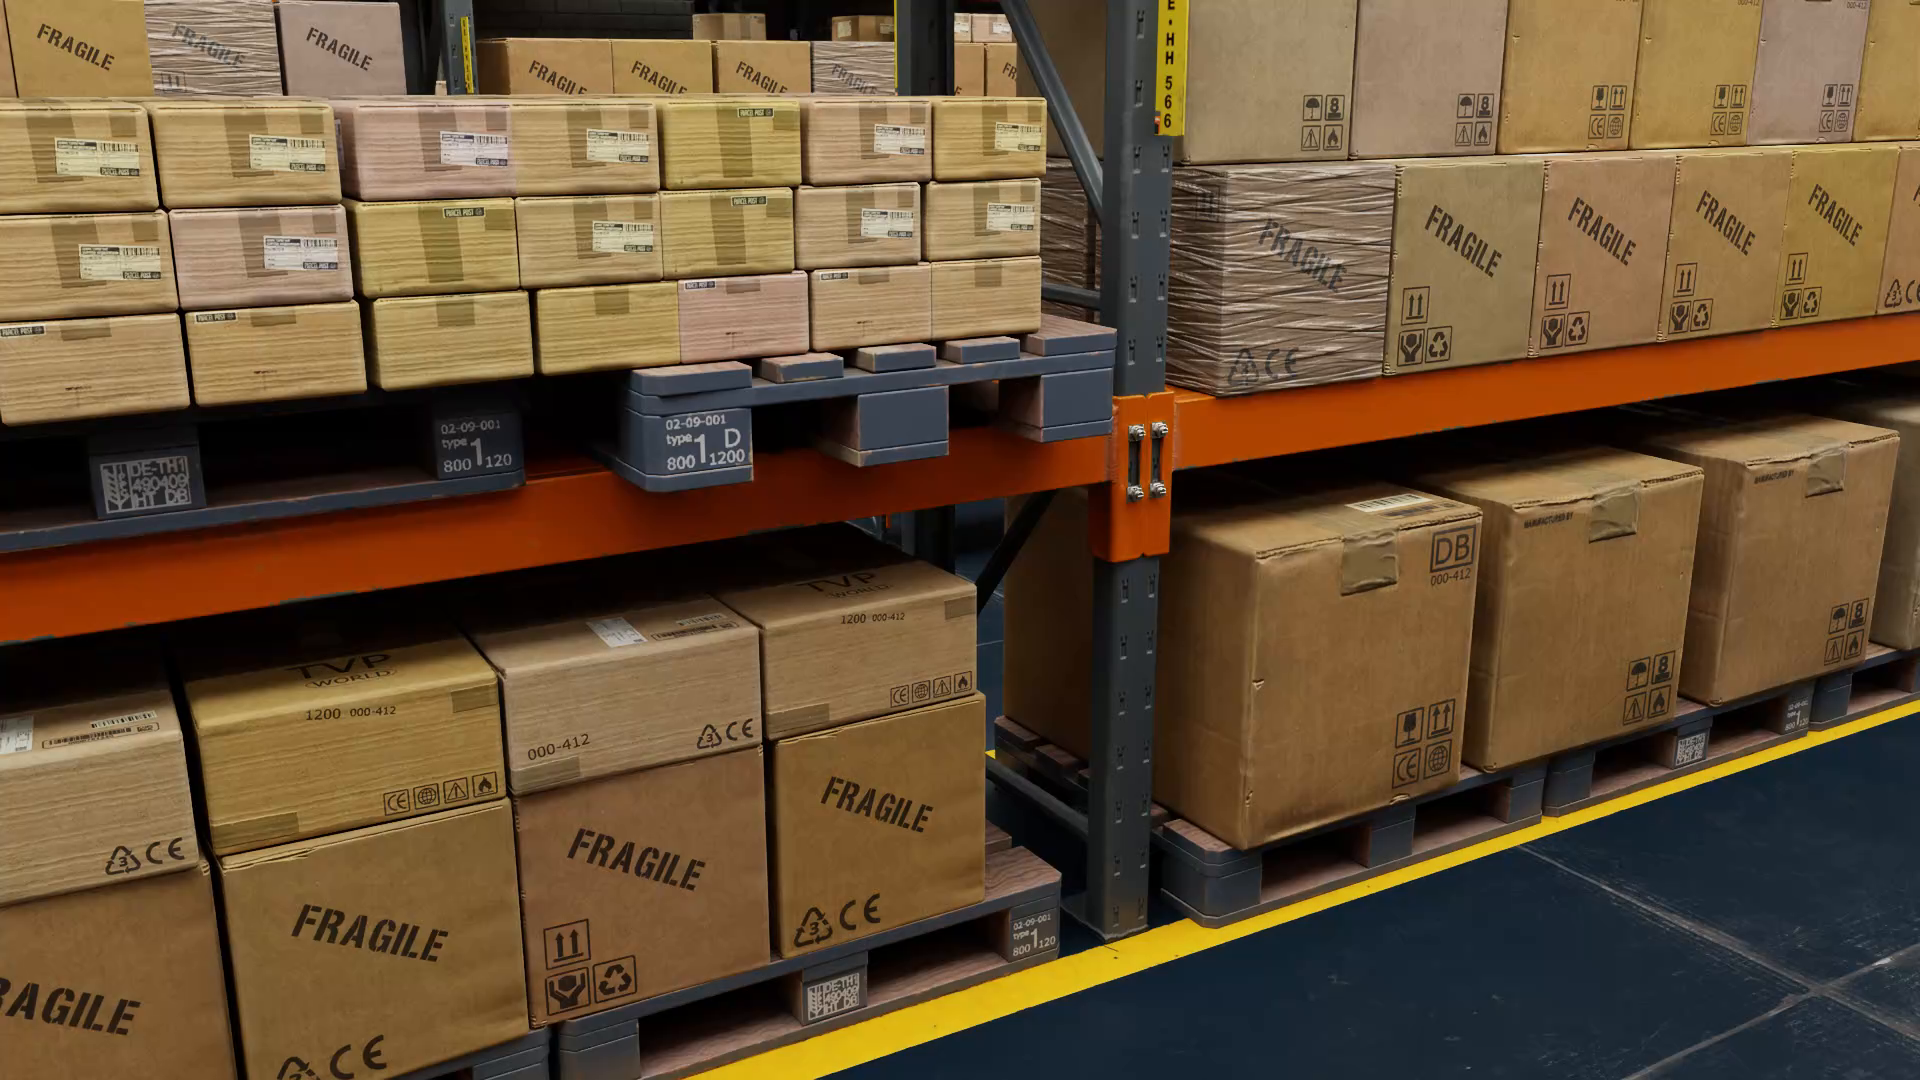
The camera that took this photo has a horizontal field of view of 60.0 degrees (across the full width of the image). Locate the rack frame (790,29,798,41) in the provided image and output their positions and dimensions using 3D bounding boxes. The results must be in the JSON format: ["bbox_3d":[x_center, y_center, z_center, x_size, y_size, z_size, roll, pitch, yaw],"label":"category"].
[{"bbox_3d":[-1.621,-3.438,14.118,0.127,3.000,1.000,-9,18,-30],"label":"rack frame"}]

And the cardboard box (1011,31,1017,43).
[{"bbox_3d":[0.353,-3.013,9.884,0.250,0.149,0.380,-9,18,-30],"label":"cardboard box"}]

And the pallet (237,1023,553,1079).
[{"bbox_3d":[-1.570,1.016,3.393,1.213,0.211,1.003,-9,18,-30],"label":"pallet"}]

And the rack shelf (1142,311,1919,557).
[{"bbox_3d":[1.860,-0.535,5.093,4.000,0.370,1.077,-9,18,-30],"label":"rack shelf"}]

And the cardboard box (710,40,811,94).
[{"bbox_3d":[-1.091,-2.286,8.495,0.500,0.500,0.500,-9,18,-29],"label":"cardboard box"}]

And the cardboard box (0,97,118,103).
[{"bbox_3d":[-1.692,-0.735,3.058,0.250,0.149,0.380,-10,18,-30],"label":"cardboard box"}]

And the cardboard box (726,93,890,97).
[{"bbox_3d":[-0.354,-0.951,3.830,0.250,0.149,0.380,-9,18,-30],"label":"cardboard box"}]

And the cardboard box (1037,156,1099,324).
[{"bbox_3d":[0.393,-0.776,4.436,0.500,0.500,0.500,-9,18,-30],"label":"cardboard box"}]

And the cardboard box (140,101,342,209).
[{"bbox_3d":[-1.148,-0.617,2.640,0.250,0.149,0.380,-8,18,-27],"label":"cardboard box"}]

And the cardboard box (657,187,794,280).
[{"bbox_3d":[-0.496,-0.579,3.054,0.250,0.149,0.380,-9,18,-28],"label":"cardboard box"}]

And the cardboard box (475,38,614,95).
[{"bbox_3d":[-1.986,-2.137,7.961,0.500,0.500,0.500,-10,18,-31],"label":"cardboard box"}]

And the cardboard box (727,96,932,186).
[{"bbox_3d":[-0.255,-0.762,3.157,0.250,0.149,0.380,-9,18,-30],"label":"cardboard box"}]

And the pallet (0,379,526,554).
[{"bbox_3d":[-1.530,-0.226,3.015,1.213,0.211,1.003,-9,18,-30],"label":"pallet"}]

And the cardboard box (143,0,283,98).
[{"bbox_3d":[-3.235,-2.058,7.158,0.500,0.500,0.500,-9,18,-29],"label":"cardboard box"}]

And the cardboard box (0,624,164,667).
[{"bbox_3d":[-1.882,0.286,3.296,0.500,0.250,0.500,-10,19,-32],"label":"cardboard box"}]

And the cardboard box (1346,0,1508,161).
[{"bbox_3d":[0.968,-1.263,4.322,0.500,0.500,0.700,-10,18,-31],"label":"cardboard box"}]

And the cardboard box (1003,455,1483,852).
[{"bbox_3d":[0.714,0.214,4.479,0.750,0.750,1.050,-9,18,-30],"label":"cardboard box"}]

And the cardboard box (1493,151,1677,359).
[{"bbox_3d":[1.536,-0.793,4.495,0.500,0.500,0.500,-9,18,-30],"label":"cardboard box"}]

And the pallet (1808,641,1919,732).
[{"bbox_3d":[2.952,0.308,5.919,1.213,0.211,1.003,-9,18,-30],"label":"pallet"}]

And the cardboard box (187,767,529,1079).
[{"bbox_3d":[-1.176,0.699,3.213,0.500,0.500,0.500,-10,19,-32],"label":"cardboard box"}]

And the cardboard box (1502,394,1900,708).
[{"bbox_3d":[2.260,-0.038,5.377,0.750,0.750,1.050,-9,18,-30],"label":"cardboard box"}]

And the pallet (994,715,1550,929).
[{"bbox_3d":[0.860,0.647,4.709,1.213,0.211,1.003,-9,18,-30],"label":"pallet"}]

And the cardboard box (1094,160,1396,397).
[{"bbox_3d":[0.669,-0.651,3.990,0.500,0.500,0.500,-9,18,-29],"label":"cardboard box"}]

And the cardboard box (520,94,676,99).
[{"bbox_3d":[-0.792,-0.880,3.578,0.250,0.149,0.380,-9,18,-30],"label":"cardboard box"}]

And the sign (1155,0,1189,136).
[{"bbox_3d":[0.433,-0.998,3.415,0.005,0.325,0.100,-9,18,-30],"label":"sign"}]

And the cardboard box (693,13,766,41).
[{"bbox_3d":[-1.233,-2.733,8.886,0.250,0.149,0.380,-10,19,-32],"label":"cardboard box"}]

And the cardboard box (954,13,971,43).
[{"bbox_3d":[-0.148,-2.738,8.902,0.250,0.149,0.380,-10,19,-32],"label":"cardboard box"}]

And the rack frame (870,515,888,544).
[{"bbox_3d":[-0.442,-0.470,7.003,0.032,1.125,0.500,-9,18,-30],"label":"rack frame"}]

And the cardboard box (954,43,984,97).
[{"bbox_3d":[-0.209,-2.427,8.997,0.500,0.500,0.500,-9,18,-28],"label":"cardboard box"}]

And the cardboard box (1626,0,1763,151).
[{"bbox_3d":[1.845,-1.406,4.832,0.500,0.500,0.700,-9,18,-30],"label":"cardboard box"}]

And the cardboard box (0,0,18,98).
[{"bbox_3d":[-4.101,-1.922,6.672,0.500,0.500,0.500,-10,18,-31],"label":"cardboard box"}]

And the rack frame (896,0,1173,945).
[{"bbox_3d":[0.145,-0.603,4.004,0.127,3.000,1.000,-9,18,-30],"label":"rack frame"}]

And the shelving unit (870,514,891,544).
[{"bbox_3d":[-0.006,-0.541,7.255,1.048,1.125,0.538,-9,18,-30],"label":"shelving unit"}]

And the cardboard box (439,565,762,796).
[{"bbox_3d":[-0.733,0.266,3.369,0.500,0.250,0.500,-9,18,-29],"label":"cardboard box"}]

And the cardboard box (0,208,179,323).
[{"bbox_3d":[-1.369,-0.438,2.551,0.250,0.149,0.380,-10,18,-31],"label":"cardboard box"}]

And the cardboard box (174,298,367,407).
[{"bbox_3d":[-1.143,-0.332,2.726,0.250,0.149,0.380,-9,18,-28],"label":"cardboard box"}]

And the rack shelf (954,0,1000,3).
[{"bbox_3d":[0.093,-4.814,14.802,4.000,0.370,1.077,-9,18,-30],"label":"rack shelf"}]

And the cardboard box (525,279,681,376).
[{"bbox_3d":[-0.690,-0.406,2.987,0.250,0.149,0.380,-9,18,-30],"label":"cardboard box"}]

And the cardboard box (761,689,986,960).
[{"bbox_3d":[-0.284,0.550,3.743,0.500,0.500,0.500,-9,18,-30],"label":"cardboard box"}]

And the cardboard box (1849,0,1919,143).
[{"bbox_3d":[2.712,-1.546,5.331,0.500,0.500,0.700,-10,18,-31],"label":"cardboard box"}]

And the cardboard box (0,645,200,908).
[{"bbox_3d":[-1.619,0.407,2.864,0.500,0.250,0.500,-8,18,-28],"label":"cardboard box"}]

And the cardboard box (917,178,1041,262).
[{"bbox_3d":[-0.044,-0.654,3.320,0.250,0.149,0.380,-9,18,-29],"label":"cardboard box"}]

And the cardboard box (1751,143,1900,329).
[{"bbox_3d":[2.398,-0.932,4.994,0.500,0.500,0.500,-9,18,-29],"label":"cardboard box"}]

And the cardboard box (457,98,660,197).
[{"bbox_3d":[-0.707,-0.688,2.892,0.250,0.149,0.380,-9,18,-28],"label":"cardboard box"}]

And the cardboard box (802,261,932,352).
[{"bbox_3d":[-0.254,-0.475,3.236,0.250,0.149,0.380,-9,18,-30],"label":"cardboard box"}]

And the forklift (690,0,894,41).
[{"bbox_3d":[-1.018,-2.690,11.576,3.031,2.935,1.130,-9,18,-30],"label":"forklift"}]

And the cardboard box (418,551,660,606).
[{"bbox_3d":[-1.005,0.148,3.790,0.500,0.250,0.500,-9,18,-30],"label":"cardboard box"}]

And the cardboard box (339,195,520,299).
[{"bbox_3d":[-0.925,-0.510,2.809,0.250,0.149,0.380,-9,18,-30],"label":"cardboard box"}]

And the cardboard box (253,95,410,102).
[{"bbox_3d":[-1.250,-0.806,3.312,0.250,0.149,0.380,-8,18,-27],"label":"cardboard box"}]
